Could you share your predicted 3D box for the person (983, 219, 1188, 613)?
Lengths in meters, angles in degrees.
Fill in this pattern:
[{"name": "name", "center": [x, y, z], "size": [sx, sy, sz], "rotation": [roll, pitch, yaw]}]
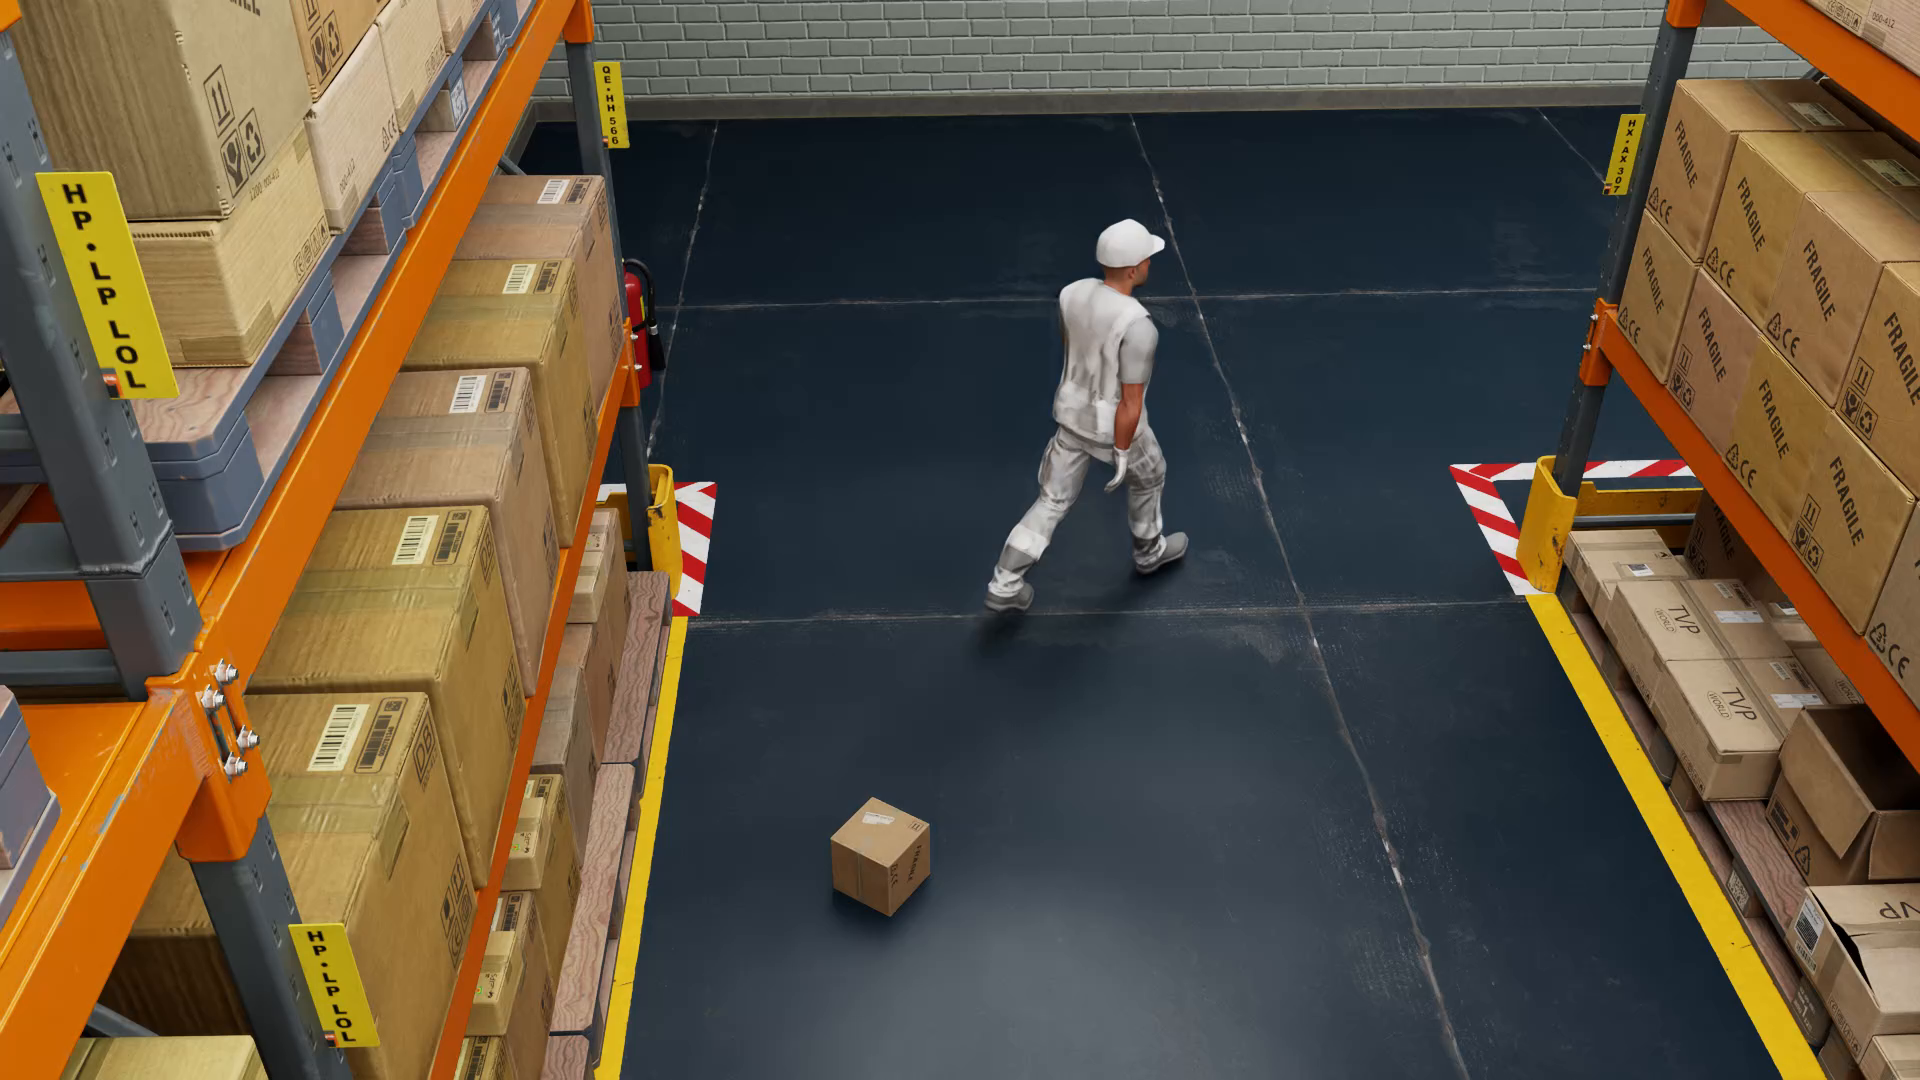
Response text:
[{"name": "person", "center": [0.567, -0.483, 6.825], "size": [0.541, 1.735, 1.110], "rotation": [30, 45, 35]}]
